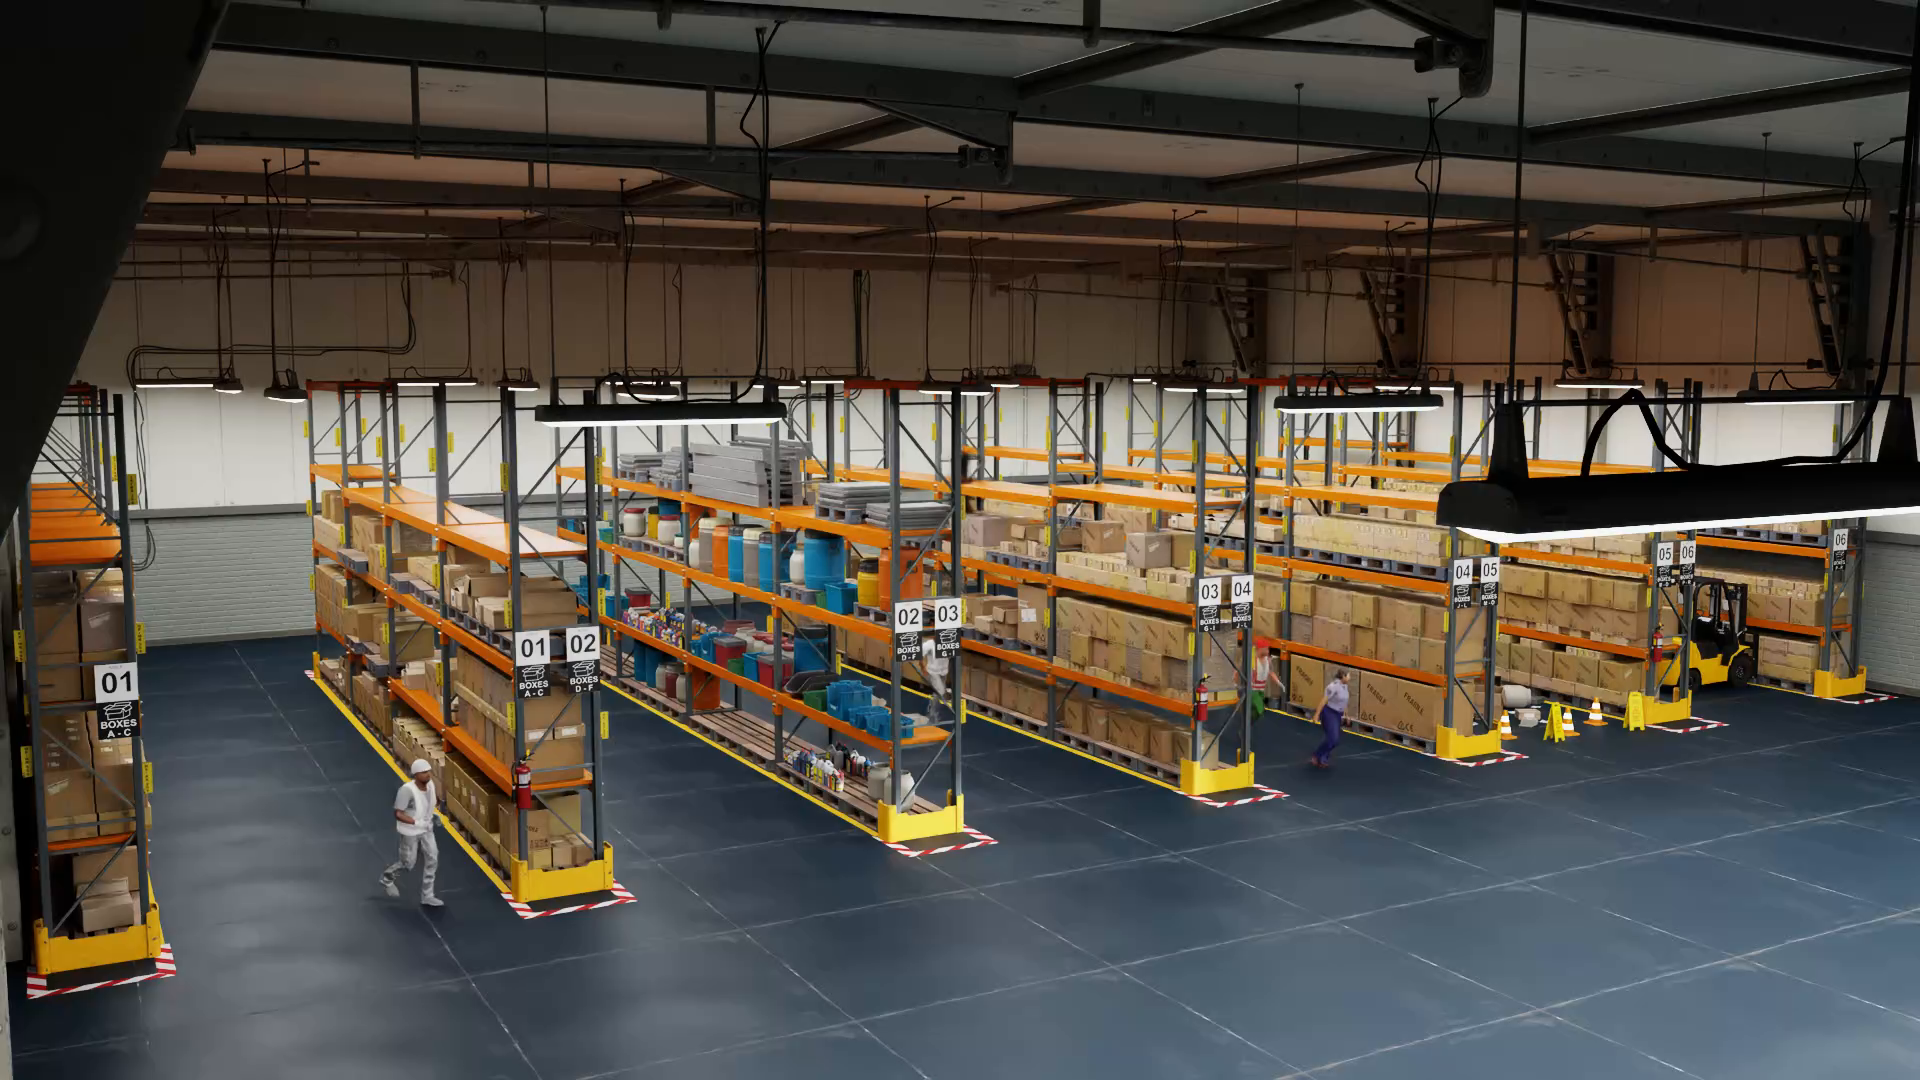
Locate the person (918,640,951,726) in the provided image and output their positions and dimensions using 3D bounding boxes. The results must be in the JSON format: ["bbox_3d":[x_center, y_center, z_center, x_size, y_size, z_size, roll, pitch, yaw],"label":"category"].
[{"bbox_3d":[-0.386,2.379,29.199,0.615,1.801,0.822,-5,8,-40],"label":"person"}]

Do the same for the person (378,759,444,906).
[{"bbox_3d":[-6.435,3.401,19.463,0.900,1.742,0.689,3,7,27],"label":"person"}]

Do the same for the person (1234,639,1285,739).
[{"bbox_3d":[4.981,2.504,27.749,0.667,1.723,0.791,-5,8,-39],"label":"person"}]

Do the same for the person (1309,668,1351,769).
[{"bbox_3d":[5.790,2.782,25.977,0.535,1.609,0.649,4,7,33],"label":"person"}]
